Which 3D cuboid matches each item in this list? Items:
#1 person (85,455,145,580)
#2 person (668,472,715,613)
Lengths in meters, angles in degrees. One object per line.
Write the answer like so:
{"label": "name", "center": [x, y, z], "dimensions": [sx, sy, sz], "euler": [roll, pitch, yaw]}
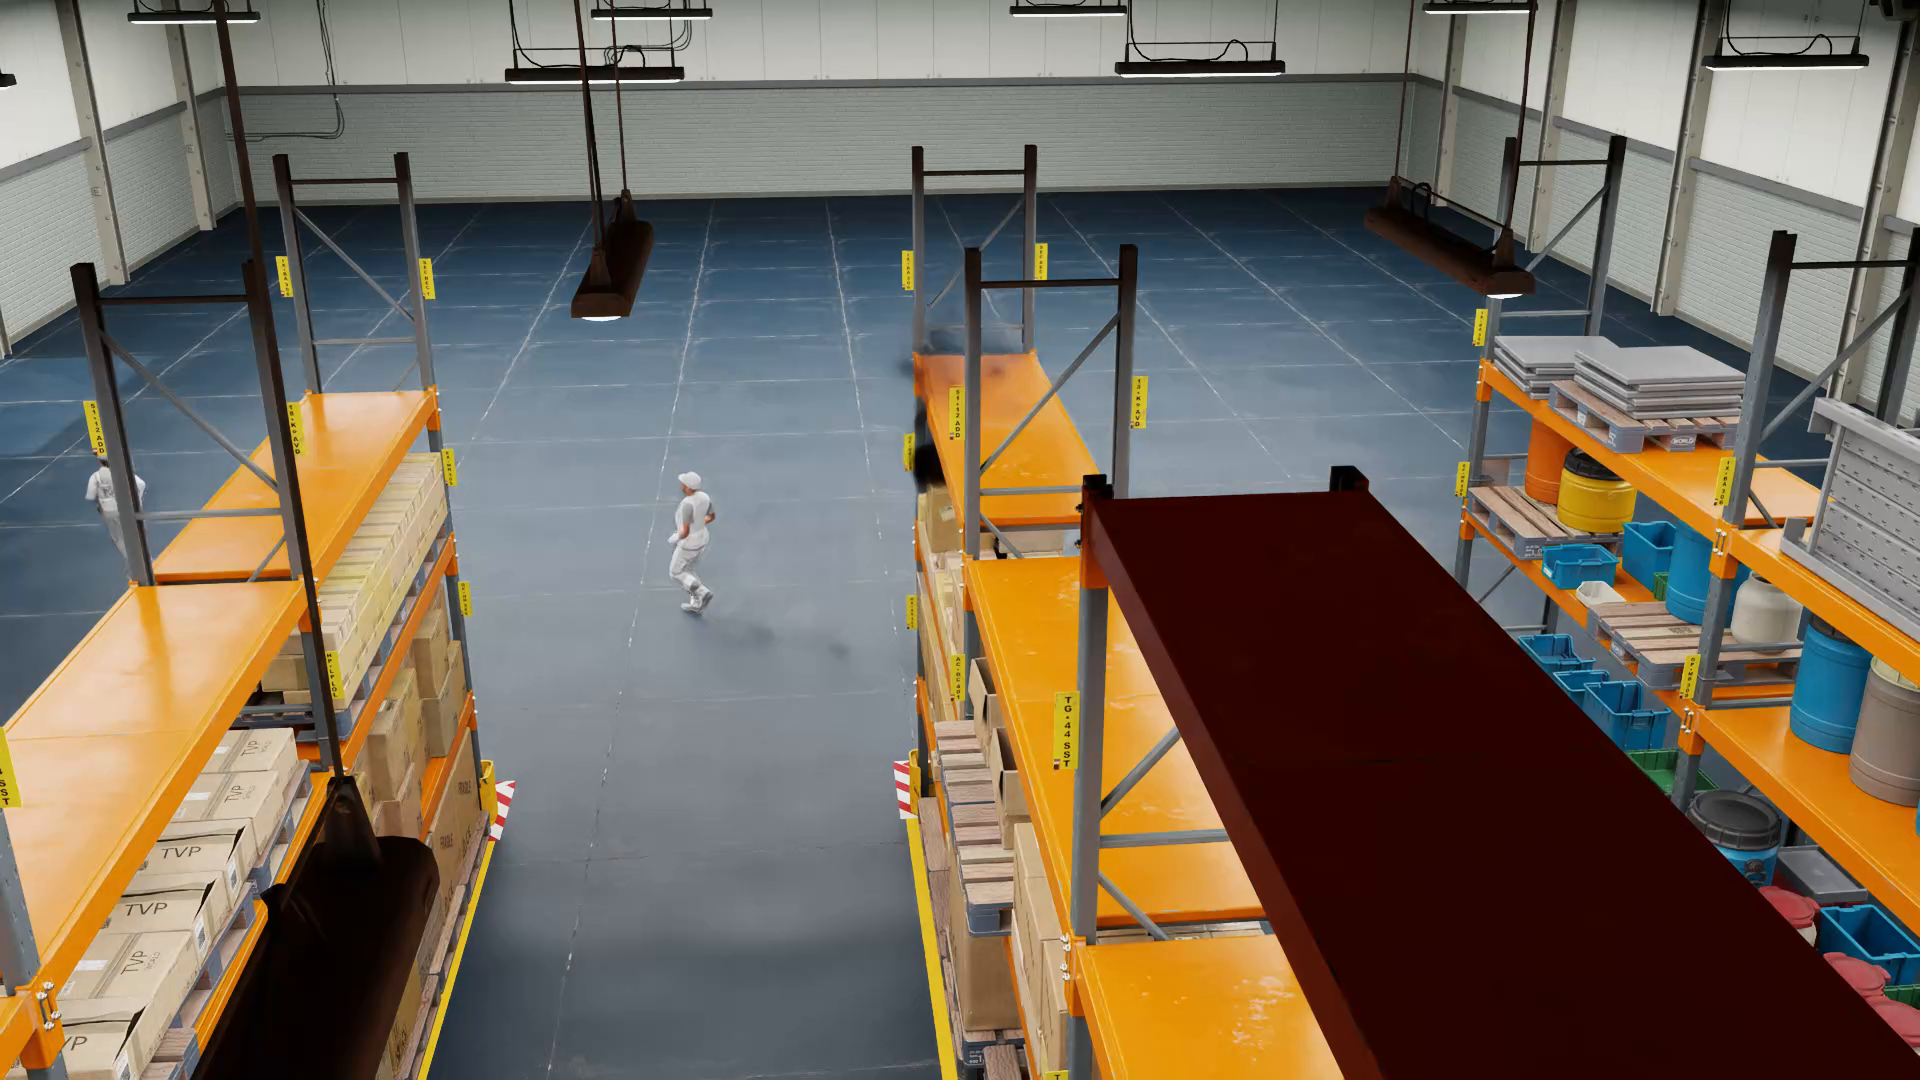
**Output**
{"label": "person", "center": [-10.206, -0.314, 20.144], "dimensions": [0.748, 1.752, 0.578], "euler": [15, 26, 34]}
{"label": "person", "center": [-3.089, 0.035, 19.191], "dimensions": [0.615, 1.738, 0.652], "euler": [10, 24, 24]}
